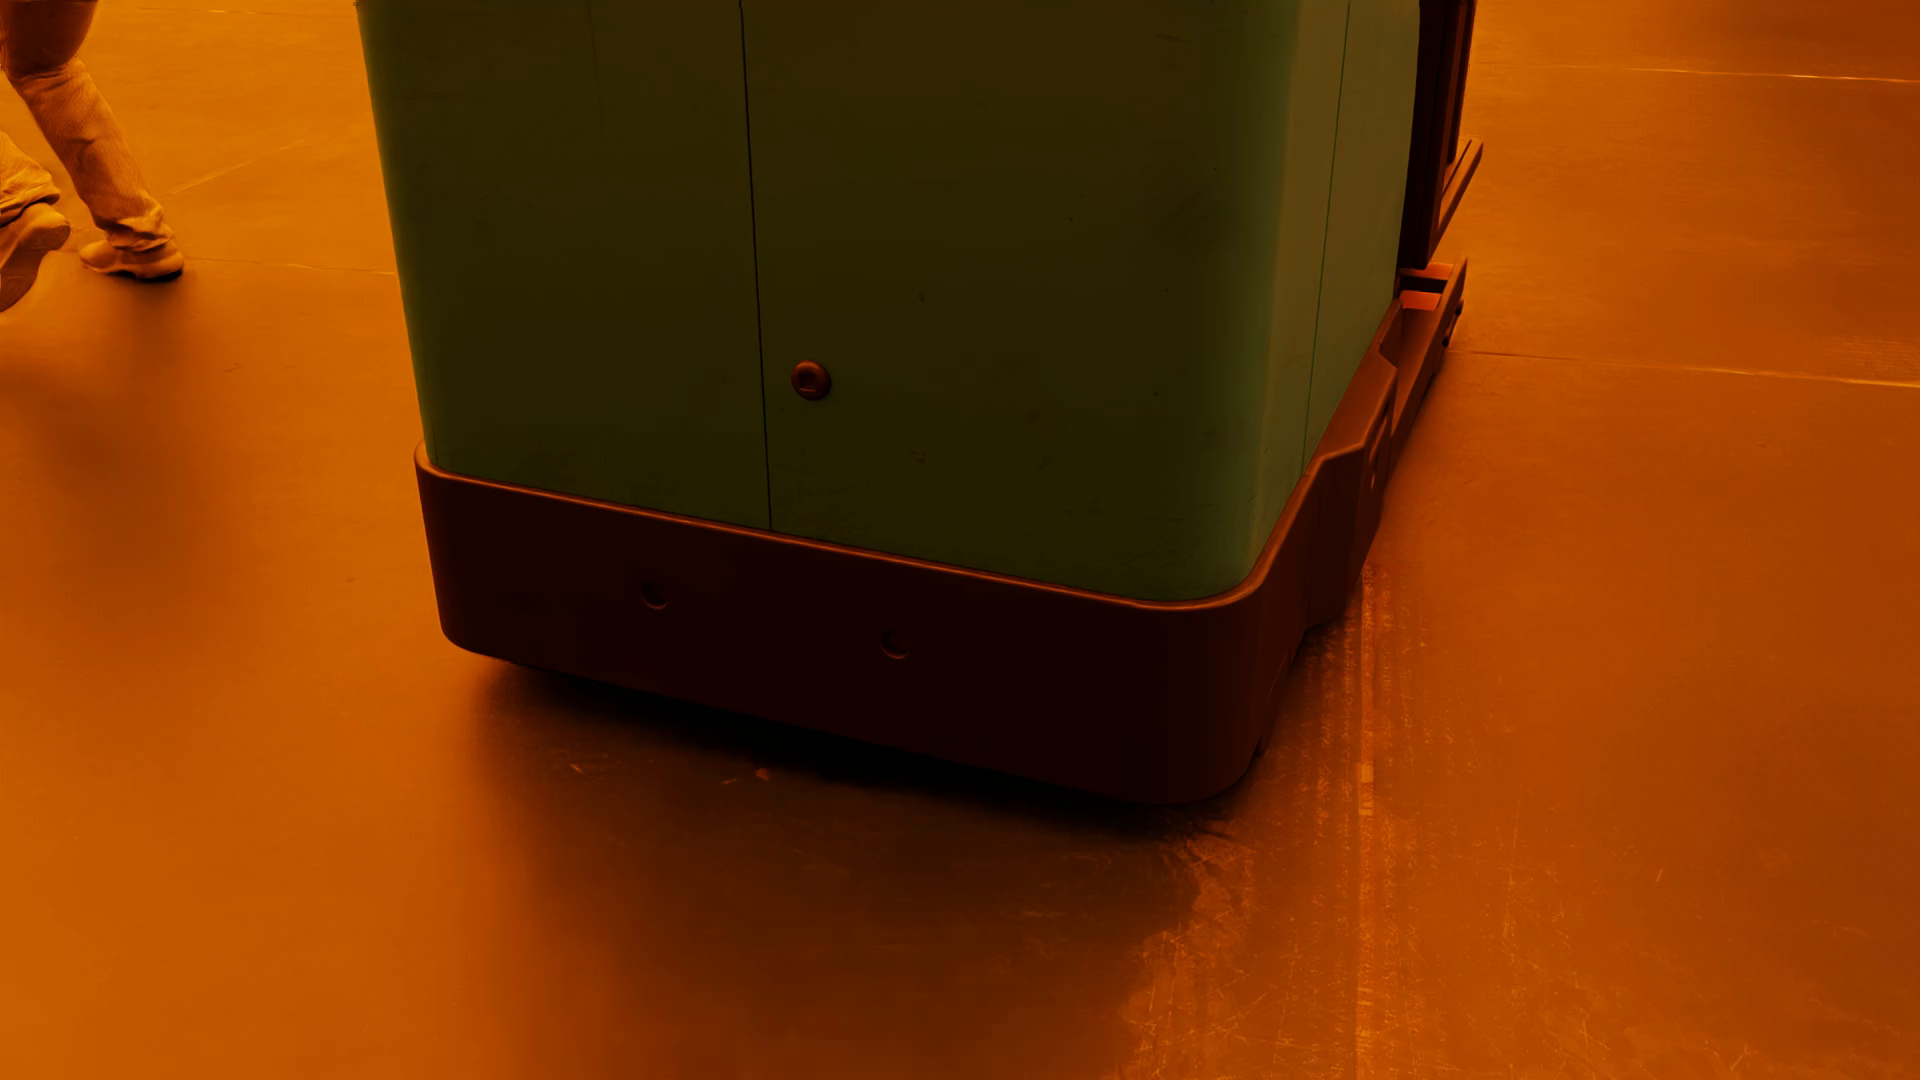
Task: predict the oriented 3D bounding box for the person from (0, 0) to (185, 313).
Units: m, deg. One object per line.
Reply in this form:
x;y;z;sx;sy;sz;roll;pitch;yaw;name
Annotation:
-1.862;-1.260;3.166;0.596;1.675;0.802;4;27;8;person

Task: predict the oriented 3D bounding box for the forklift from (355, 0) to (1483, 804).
0.349;-1.667;2.551;1.130;2.935;3.031;10;28;19;forklift
